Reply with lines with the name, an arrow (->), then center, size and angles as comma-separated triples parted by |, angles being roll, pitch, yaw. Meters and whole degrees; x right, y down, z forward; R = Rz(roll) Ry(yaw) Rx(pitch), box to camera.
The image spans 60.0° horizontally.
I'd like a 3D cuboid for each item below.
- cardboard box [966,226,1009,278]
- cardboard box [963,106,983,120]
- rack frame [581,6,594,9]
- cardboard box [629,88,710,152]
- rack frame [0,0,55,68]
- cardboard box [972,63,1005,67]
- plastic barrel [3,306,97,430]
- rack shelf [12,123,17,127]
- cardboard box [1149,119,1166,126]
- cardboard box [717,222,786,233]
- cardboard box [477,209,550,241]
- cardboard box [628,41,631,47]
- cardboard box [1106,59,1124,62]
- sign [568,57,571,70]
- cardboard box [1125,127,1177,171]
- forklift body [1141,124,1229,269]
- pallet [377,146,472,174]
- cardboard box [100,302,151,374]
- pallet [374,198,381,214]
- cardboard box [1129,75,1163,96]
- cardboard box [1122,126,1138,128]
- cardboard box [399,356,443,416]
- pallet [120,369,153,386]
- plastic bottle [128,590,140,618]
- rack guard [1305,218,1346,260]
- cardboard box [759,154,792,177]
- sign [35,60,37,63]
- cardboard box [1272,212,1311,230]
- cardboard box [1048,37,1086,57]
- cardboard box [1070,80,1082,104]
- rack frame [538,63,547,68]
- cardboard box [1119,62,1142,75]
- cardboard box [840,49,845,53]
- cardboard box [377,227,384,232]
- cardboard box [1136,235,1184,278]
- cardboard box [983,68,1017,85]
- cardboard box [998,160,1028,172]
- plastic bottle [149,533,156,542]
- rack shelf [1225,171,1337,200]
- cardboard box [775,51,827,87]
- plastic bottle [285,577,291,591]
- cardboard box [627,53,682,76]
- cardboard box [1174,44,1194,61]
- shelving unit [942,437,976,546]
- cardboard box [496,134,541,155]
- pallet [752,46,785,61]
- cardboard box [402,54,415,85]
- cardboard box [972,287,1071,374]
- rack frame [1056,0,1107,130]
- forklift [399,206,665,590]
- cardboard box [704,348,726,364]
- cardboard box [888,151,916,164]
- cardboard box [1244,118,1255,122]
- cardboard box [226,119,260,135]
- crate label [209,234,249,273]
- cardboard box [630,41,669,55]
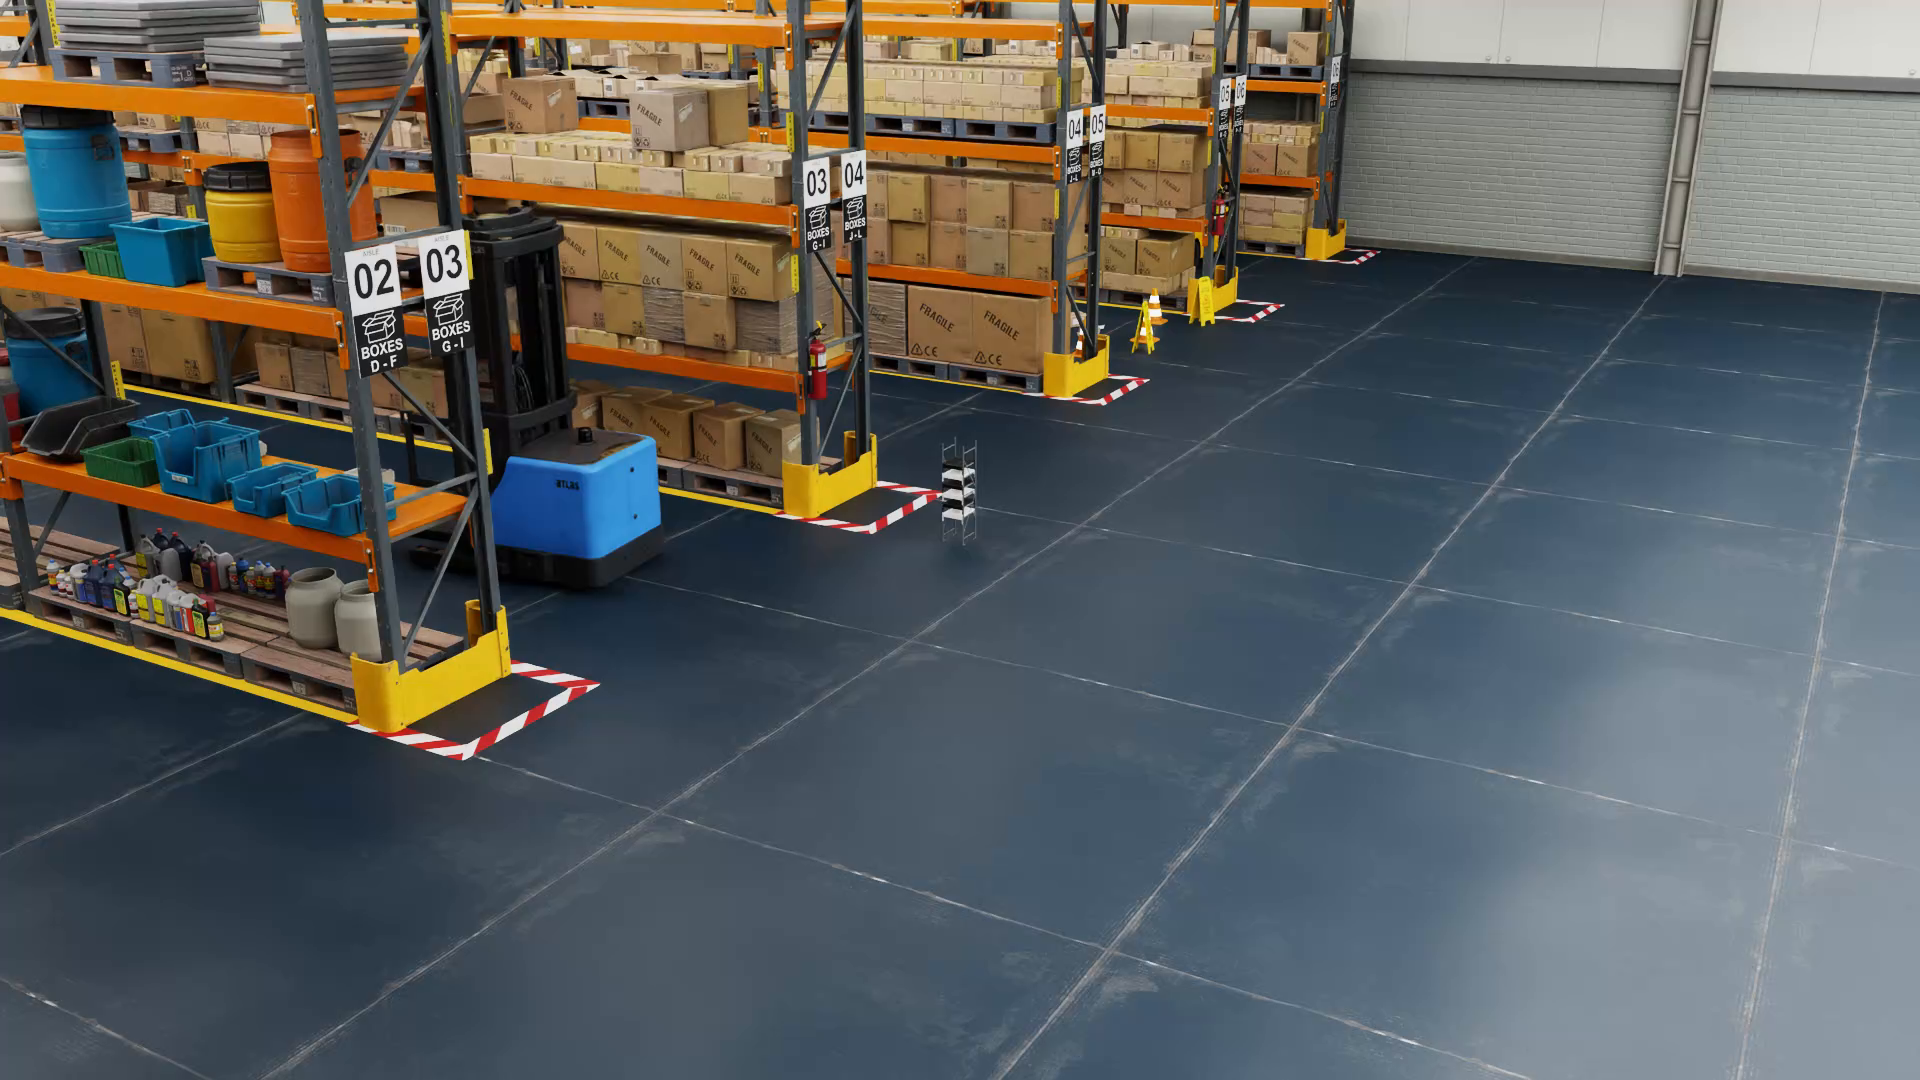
cardboard box -> 0.521, -3.452, 19.562 | 0.550, 0.550, 0.875 | 11, 23, 27
cardboard box -> 0.238, -4.866, 18.887 | 0.250, 0.149, 0.380 | 11, 23, 28
rack frame -> -7.867, -11.698, 33.716 | 0.127, 3.000, 1.000 | 11, 23, 27
cardboard box -> -2.626, -3.803, 15.034 | 0.500, 0.500, 0.500 | 11, 23, 27
rack frame -> -7.057, -3.800, 11.942 | 0.127, 3.000, 1.000 | 11, 23, 27
cardboard box -> 0.334, -5.480, 19.408 | 0.250, 0.149, 0.380 | 10, 22, 26
plastic barrel -> -7.247, -1.370, 13.305 | 0.708, 0.901, 0.600 | 11, 23, 27
rack shelf -> -13.372, -5.189, 21.225 | 4.000, 0.370, 1.077 | 11, 23, 27
cardboard box -> 3.417, -7.103, 28.312 | 0.250, 0.149, 0.380 | 11, 23, 28
cardboard box -> -1.930, -2.704, 15.668 | 0.500, 0.500, 0.500 | 11, 23, 27
cardboard box -> -4.373, -2.961, 16.376 | 0.500, 0.500, 0.500 | 11, 23, 27
cardboard box -> -6.256, -9.956, 33.096 | 0.500, 0.250, 0.500 | 10, 22, 26
cardboard box -> 2.159, -6.788, 23.778 | 0.250, 0.149, 0.380 | 11, 23, 28
sign -> -5.349, -6.433, 22.726 | 0.005, 0.325, 0.100 | 11, 23, 27
cardboard box -> 2.693, -5.502, 23.384 | 0.500, 0.500, 0.700 | 11, 23, 28
forklift body -> 3.556, -5.591, 26.921 | 1.214, 2.155, 2.313 | 11, 23, 27
pallet -> -5.129, -3.910, 16.921 | 1.003, 0.211, 1.213 | 11, 23, 27
cardboard box -> -9.500, -2.589, 19.903 | 0.875, 0.875, 1.225 | 11, 23, 27
pallet -> -8.522, -4.984, 24.284 | 1.213, 0.211, 1.003 | 11, 23, 27
cardboard box -> 2.673, -6.312, 23.048 | 0.500, 0.250, 0.500 | 10, 22, 27
cardboard box -> 2.986, -7.061, 28.631 | 0.250, 0.149, 0.380 | 11, 23, 29
cardboard box -> -5.574, -1.679, 17.914 | 0.500, 0.500, 0.700 | 11, 22, 27
pallet -> -9.846, -2.165, 20.322 | 1.213, 0.211, 1.003 | 11, 23, 27
plastic bottle -> -6.154, 0.472, 12.421 | 0.097, 0.201, 0.097 | 0, 20, 0
rack guard -> 6.122, -5.038, 27.819 | 0.348, 0.500, 1.175 | 11, 23, 27
cardboard box -> -1.544, -3.269, 14.513 | 0.250, 0.149, 0.380 | 11, 23, 27
sign -> -11.370, -5.749, 20.494 | 0.005, 0.325, 0.100 | 11, 23, 27
cardboard box -> 5.524, -5.345, 27.683 | 0.500, 0.250, 0.500 | 10, 22, 27
cardboard box -> 1.858, -8.543, 28.785 | 0.500, 0.311, 0.500 | 10, 22, 26
cardboard box -> 1.062, -5.129, 19.027 | 0.500, 0.250, 0.500 | 11, 23, 27
rack frame -> -6.793, -6.735, 28.830 | 0.127, 3.000, 1.000 | 11, 23, 27
cardboard box -> 2.400, -6.566, 23.165 | 0.250, 0.149, 0.380 | 11, 23, 27
cardboard box -> -1.889, -8.984, 30.852 | 0.500, 0.250, 0.500 | 11, 23, 27
cardboard box -> -8.602, -4.418, 24.393 | 0.500, 0.250, 0.500 | 10, 22, 25
cardboard box -> 2.857, -4.052, 23.751 | 0.500, 0.500, 0.500 | 11, 23, 28
cardboard box -> 0.457, -5.200, 18.636 | 0.250, 0.149, 0.380 | 11, 23, 28
cardboard box -> 0.889, -5.359, 24.453 | 0.500, 0.500, 0.500 | 11, 23, 27
plastic bottle -> -6.476, 0.072, 13.403 | 0.133, 0.283, 0.061 | 12, 23, 30
rack shelf -> 4.355, -6.212, 28.444 | 4.000, 0.370, 1.077 | 11, 23, 27
cardboard box -> -2.478, -7.366, 26.025 | 0.500, 0.500, 0.700 | 11, 23, 27
plastic bottle -> -5.086, 0.383, 12.667 | 0.097, 0.201, 0.097 | 0, 20, 0
cardboard box -> -3.972, -6.075, 21.703 | 0.500, 0.500, 0.500 | 11, 23, 27
cardboard box -> 3.757, -8.137, 27.731 | 0.258, 0.266, 0.396 | 10, 22, 26
shelving unit -> -0.007, -0.424, 14.513 | 0.210, 0.900, 0.258 | 11, 23, 27
cardboard box -> -4.242, -3.811, 16.008 | 0.250, 0.149, 0.380 | 10, 22, 25
pallet -> -3.840, -9.405, 32.070 | 1.003, 0.211, 1.213 | 11, 23, 27
cardboard box -> -7.834, -6.604, 23.305 | 0.637, 0.503, 0.797 | 10, 22, 27
cardboard box -> 0.733, -2.540, 19.767 | 0.875, 0.875, 0.875 | 11, 23, 28
rack frame -> 1.358, -6.069, 18.197 | 0.127, 3.000, 1.000 | 11, 23, 27
forklift -> -4.093, -1.281, 13.895 | 3.031, 2.935, 1.130 | 8, 21, 21
cardboard box -> -2.171, -1.771, 15.515 | 0.250, 0.149, 0.380 | 11, 23, 27
cardboard box -> -0.757, -5.879, 25.273 | 0.500, 0.500, 0.500 | 11, 23, 28
cardboard box -> 4.830, -7.077, 28.239 | 0.250, 0.149, 0.380 | 10, 22, 26
cardboard box -> -7.408, -4.571, 17.587 | 0.500, 0.500, 0.500 | 11, 23, 28
crate label -> -5.038, -2.064, 11.774 | 0.408, 0.251, 0.502 | 11, 23, 27
cardboard box -> -4.981, -7.931, 26.966 | 0.500, 0.500, 0.500 | 11, 23, 28
